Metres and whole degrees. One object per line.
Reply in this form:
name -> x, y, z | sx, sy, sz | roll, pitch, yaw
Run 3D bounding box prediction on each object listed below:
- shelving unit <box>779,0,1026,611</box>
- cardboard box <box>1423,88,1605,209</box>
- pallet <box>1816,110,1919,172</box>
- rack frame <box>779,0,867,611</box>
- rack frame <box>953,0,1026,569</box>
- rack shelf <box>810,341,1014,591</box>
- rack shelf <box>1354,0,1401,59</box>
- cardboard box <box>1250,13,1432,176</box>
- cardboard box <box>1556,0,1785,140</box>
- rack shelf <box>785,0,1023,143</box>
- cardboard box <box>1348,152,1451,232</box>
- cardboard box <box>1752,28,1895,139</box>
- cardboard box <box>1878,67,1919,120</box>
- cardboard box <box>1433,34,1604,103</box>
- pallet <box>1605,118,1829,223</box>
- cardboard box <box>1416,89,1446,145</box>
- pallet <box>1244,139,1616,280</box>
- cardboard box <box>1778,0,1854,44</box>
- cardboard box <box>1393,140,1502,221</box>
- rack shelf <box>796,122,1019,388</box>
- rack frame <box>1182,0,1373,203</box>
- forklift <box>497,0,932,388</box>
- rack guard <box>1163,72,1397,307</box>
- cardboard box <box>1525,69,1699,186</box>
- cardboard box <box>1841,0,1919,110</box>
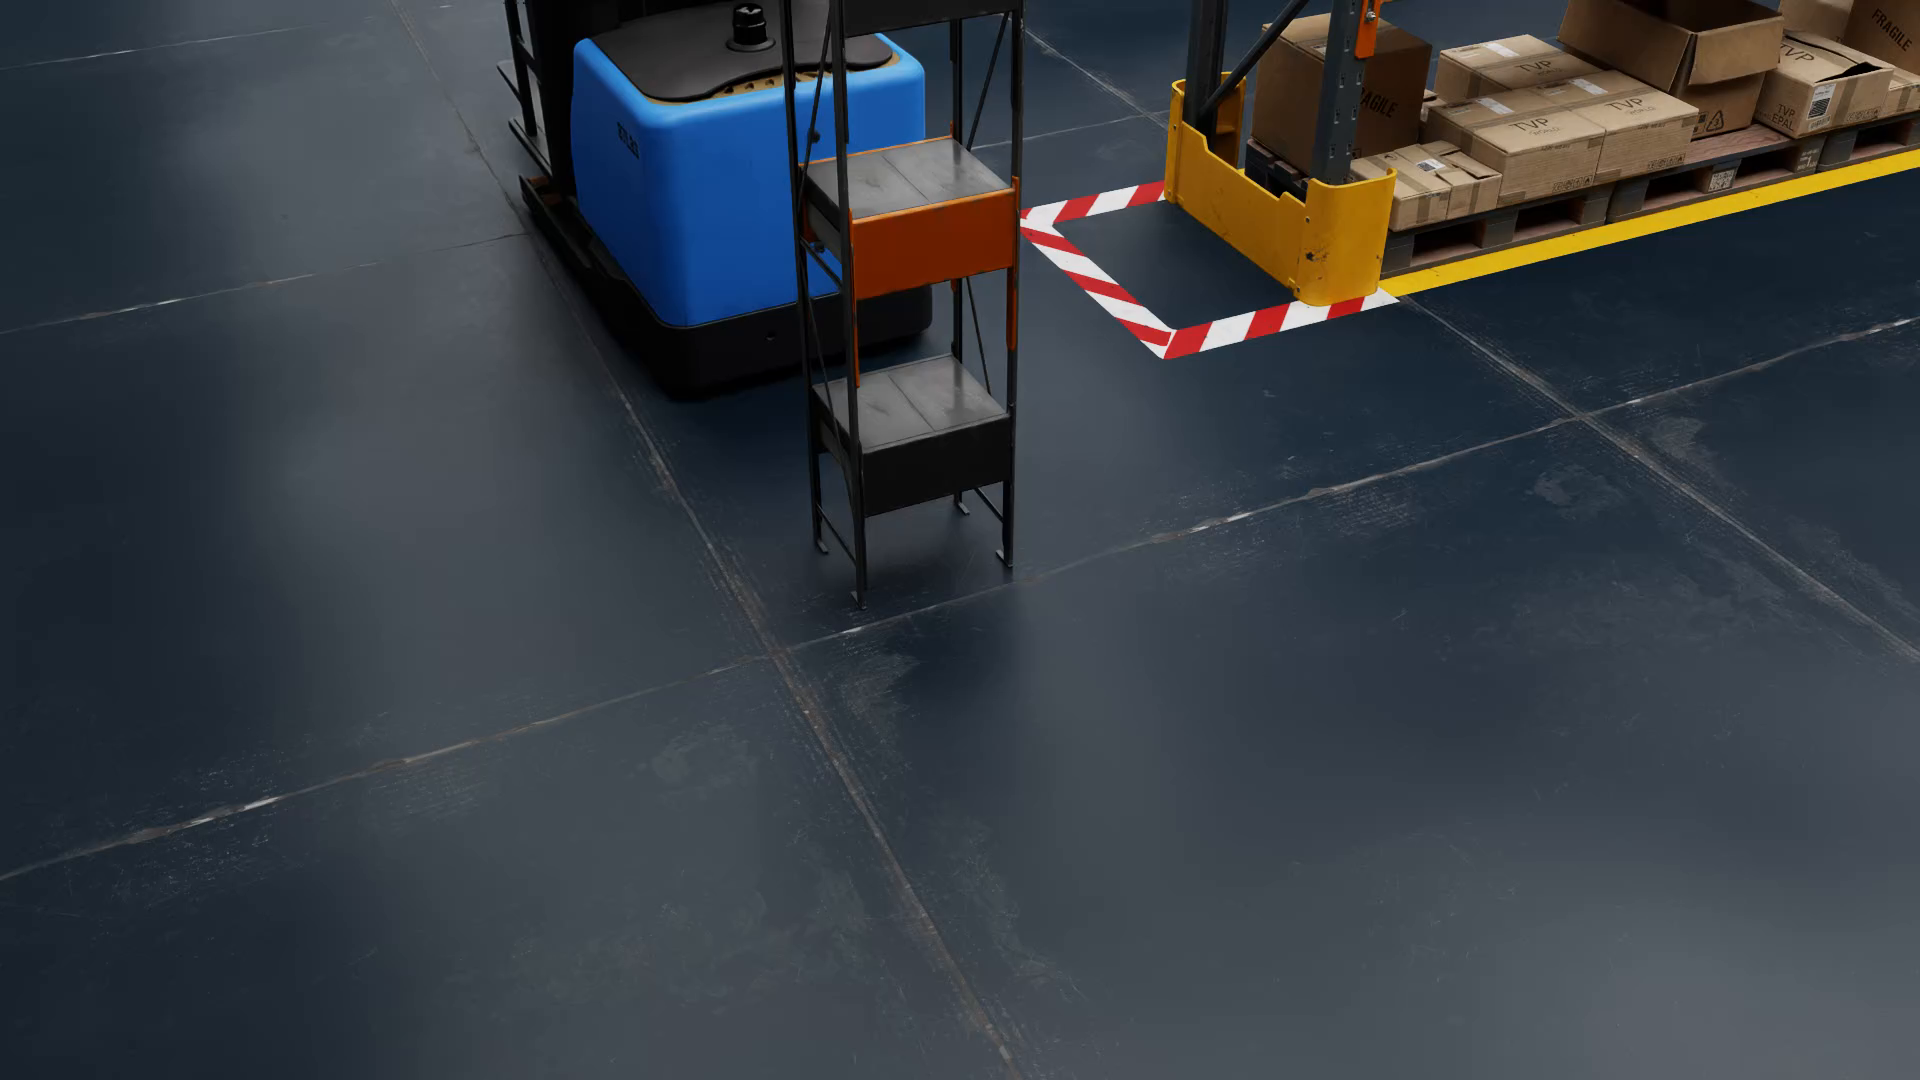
shelving unit -> -0.150, -0.801, 4.568 | 0.503, 2.100, 0.431 | -16, 39, -20
cardboard box -> 2.270, -1.622, 6.858 | 0.500, 0.250, 0.500 | -16, 39, -20
pallet -> 4.203, -2.158, 7.983 | 1.213, 0.211, 1.003 | -16, 39, -20
rack frame -> -0.371, -0.740, 4.485 | 0.015, 2.100, 0.400 | -16, 39, -20
rack frame -> 0.071, -0.863, 4.651 | 0.015, 2.100, 0.400 | -16, 39, -20
rack shelf -> -0.150, -0.228, 4.993 | 0.480, 0.518, 0.431 | -16, 39, -20
rack shelf -> 3.015, -2.656, 6.917 | 4.000, 0.370, 1.077 | -16, 39, -20
cardboard box -> 1.592, -1.882, 6.999 | 0.500, 0.500, 0.500 | -16, 39, -20
cardboard box -> 3.127, -2.147, 7.353 | 0.637, 0.503, 0.797 | -16, 39, -20
rack shelf -> -0.150, -1.353, 4.159 | 0.480, 0.518, 0.431 | -16, 39, -20
cardboard box -> 1.729, -1.391, 6.632 | 0.250, 0.149, 0.380 | -16, 39, -20
cardboard box -> 3.751, -2.061, 7.399 | 0.500, 0.311, 0.500 | -16, 39, -20
cardboard box -> 4.116, -2.059, 7.531 | 0.250, 0.149, 0.380 | -16, 39, -20
cardboard box -> 2.465, -2.006, 7.375 | 0.500, 0.250, 0.500 | -16, 39, -20
pallet -> 3.097, -1.847, 7.563 | 1.213, 0.211, 1.003 | -16, 39, -20
cardboard box -> 1.997, -1.802, 7.171 | 0.250, 0.166, 0.380 | -16, 39, -20
pallet -> 1.994, -1.540, 7.150 | 1.213, 0.211, 1.003 | -16, 39, -20
cardboard box -> 4.353, -2.559, 8.069 | 0.500, 0.311, 0.500 | -16, 39, -20
cardboard box -> 1.956, -1.462, 6.712 | 0.250, 0.166, 0.380 | -16, 39, -20
rack shelf -> -0.150, -0.791, 4.576 | 0.480, 0.518, 0.431 | -16, 39, -20
rack frame -> 1.204, -2.439, 6.020 | 0.127, 3.000, 1.000 | -16, 39, -20
forklift -> -1.224, -2.576, 6.262 | 1.130, 2.935, 3.031 | -17, 40, -21
rack guard -> 1.273, -1.454, 6.791 | 0.348, 0.500, 1.175 | -16, 39, -20
cardboard box -> 2.722, -1.749, 7.029 | 0.500, 0.250, 0.500 | -16, 39, -20
cardboard box -> 4.430, -2.327, 7.598 | 0.500, 0.500, 0.500 | -16, 39, -20
